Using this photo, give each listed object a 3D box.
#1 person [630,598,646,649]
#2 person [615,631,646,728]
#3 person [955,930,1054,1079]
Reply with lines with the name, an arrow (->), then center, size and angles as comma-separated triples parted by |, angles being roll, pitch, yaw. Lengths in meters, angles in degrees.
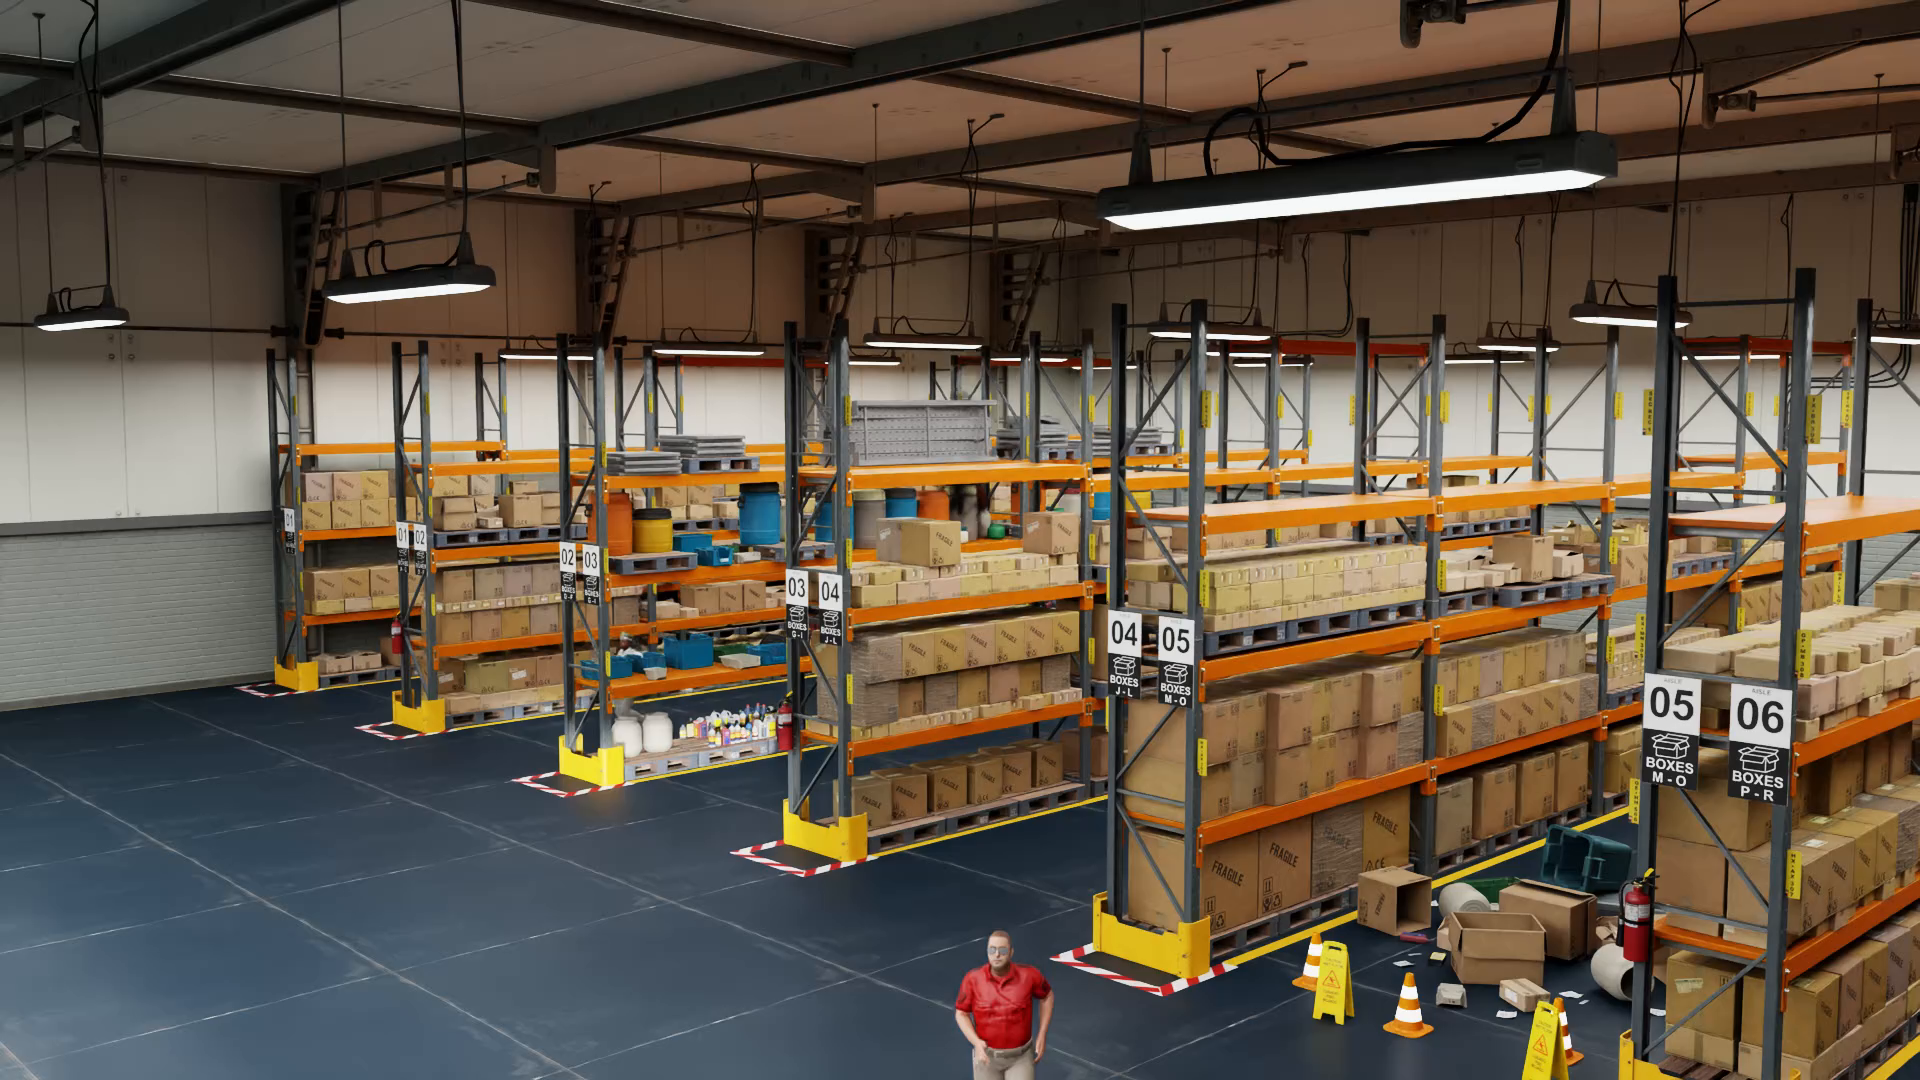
person -> -5.992, 1.683, 30.586 | 0.606, 1.673, 0.656 | -5, 7, -44
person -> -4.971, 2.188, 24.914 | 0.584, 1.672, 0.525 | 4, 7, 42
person -> 0.281, 3.386, 10.809 | 0.639, 1.704, 0.645 | 0, 5, 5
